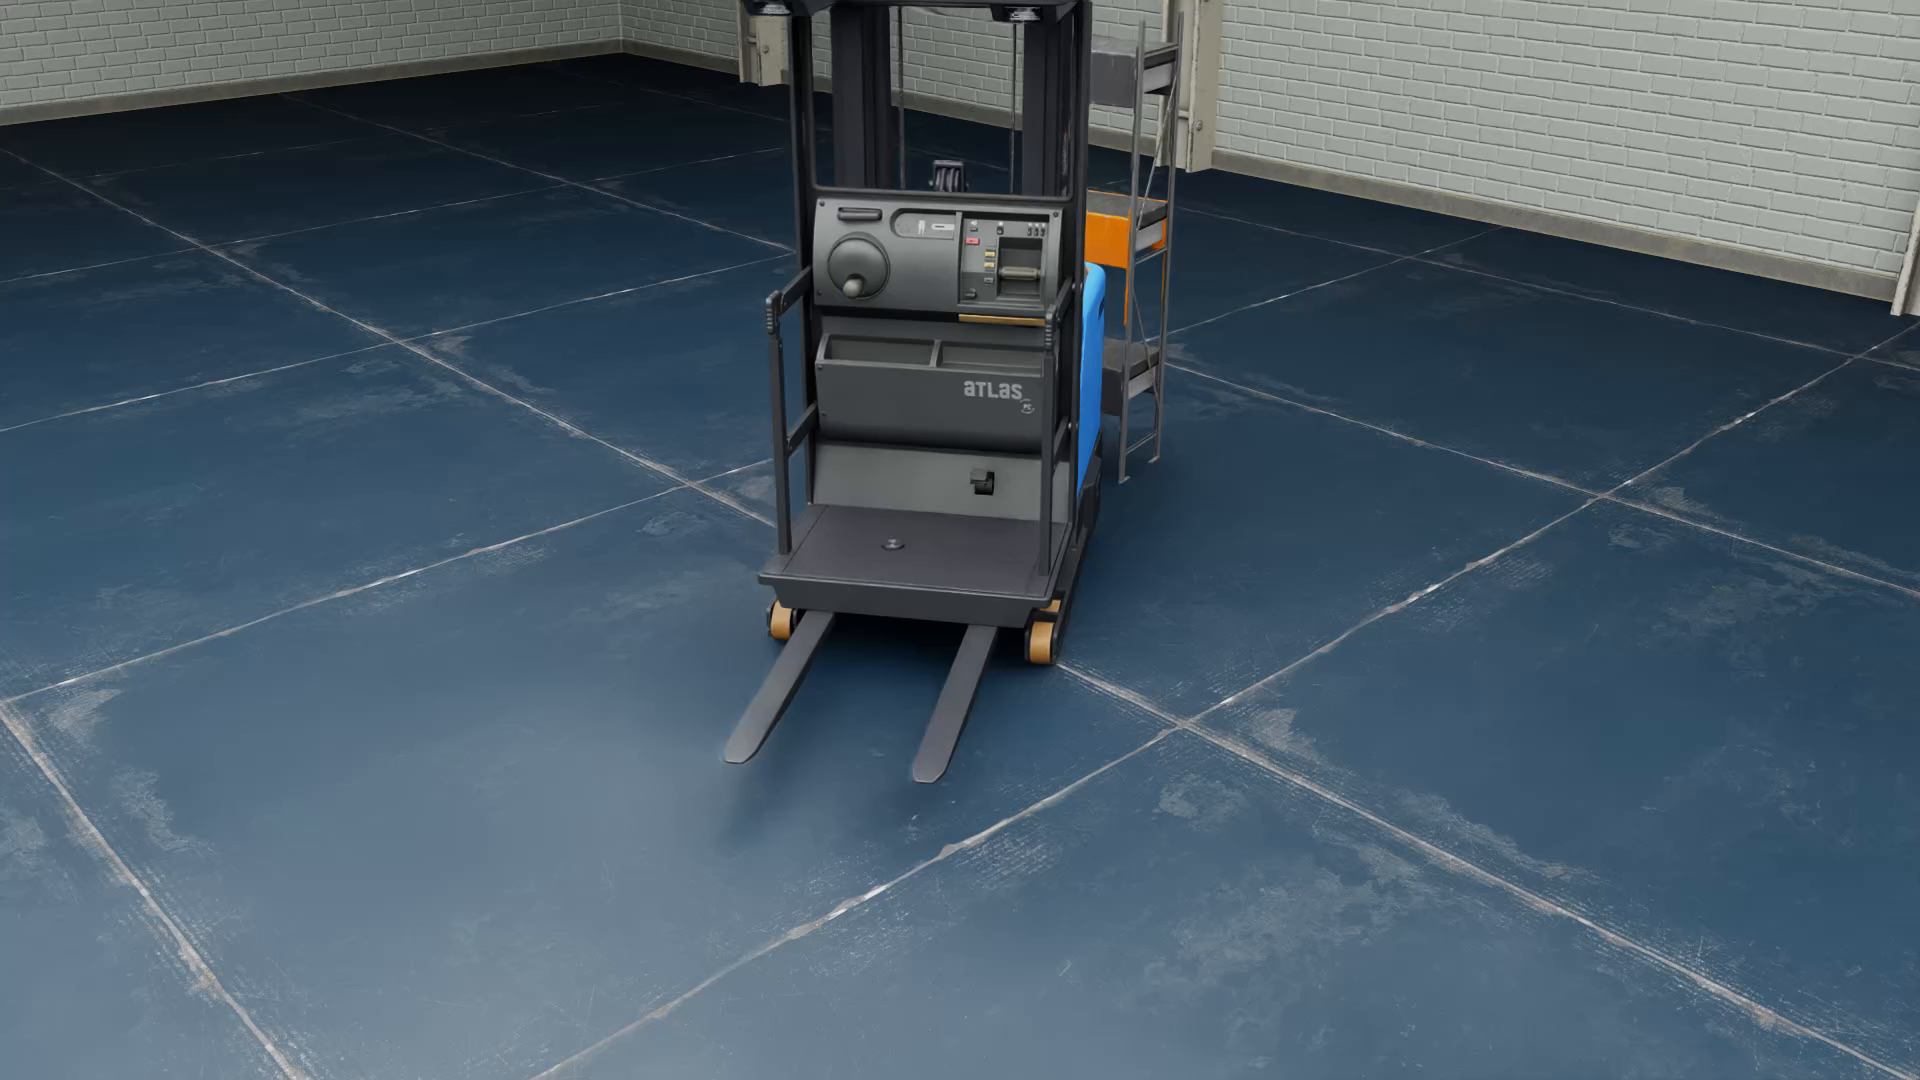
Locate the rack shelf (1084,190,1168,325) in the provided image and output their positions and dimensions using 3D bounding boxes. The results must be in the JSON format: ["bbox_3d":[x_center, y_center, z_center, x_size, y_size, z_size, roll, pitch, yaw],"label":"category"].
[{"bbox_3d":[0.657,-1.328,7.664,0.480,0.518,0.431,15,29,30],"label":"rack shelf"}]

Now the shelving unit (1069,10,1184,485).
[{"bbox_3d":[0.657,-1.341,7.658,0.503,2.100,0.431,15,29,30],"label":"shelving unit"}]

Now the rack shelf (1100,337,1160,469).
[{"bbox_3d":[0.656,-0.692,7.955,0.480,0.518,0.431,15,29,30],"label":"rack shelf"}]

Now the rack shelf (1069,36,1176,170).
[{"bbox_3d":[0.658,-1.965,7.373,0.480,0.518,0.431,15,29,30],"label":"rack shelf"}]

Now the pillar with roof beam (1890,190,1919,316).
[{"bbox_3d":[2.881,-4.262,5.750,9.100,9.000,0.400,-21,32,-38],"label":"pillar with roof beam"}]

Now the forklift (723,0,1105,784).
[{"bbox_3d":[-0.125,-1.030,5.977,1.130,2.935,3.031,5,25,10],"label":"forklift"}]

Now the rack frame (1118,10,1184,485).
[{"bbox_3d":[0.862,-1.285,7.538,0.015,2.100,0.400,15,29,30],"label":"rack frame"}]

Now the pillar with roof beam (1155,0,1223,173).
[{"bbox_3d":[-1.220,-6.080,9.734,9.100,9.000,0.400,-21,32,-38],"label":"pillar with roof beam"}]

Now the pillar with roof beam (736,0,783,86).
[{"bbox_3d":[-5.321,-7.897,13.719,9.100,9.000,0.400,-21,32,-38],"label":"pillar with roof beam"}]

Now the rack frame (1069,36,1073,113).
[{"bbox_3d":[0.452,-1.396,7.779,0.015,2.100,0.400,15,29,30],"label":"rack frame"}]
